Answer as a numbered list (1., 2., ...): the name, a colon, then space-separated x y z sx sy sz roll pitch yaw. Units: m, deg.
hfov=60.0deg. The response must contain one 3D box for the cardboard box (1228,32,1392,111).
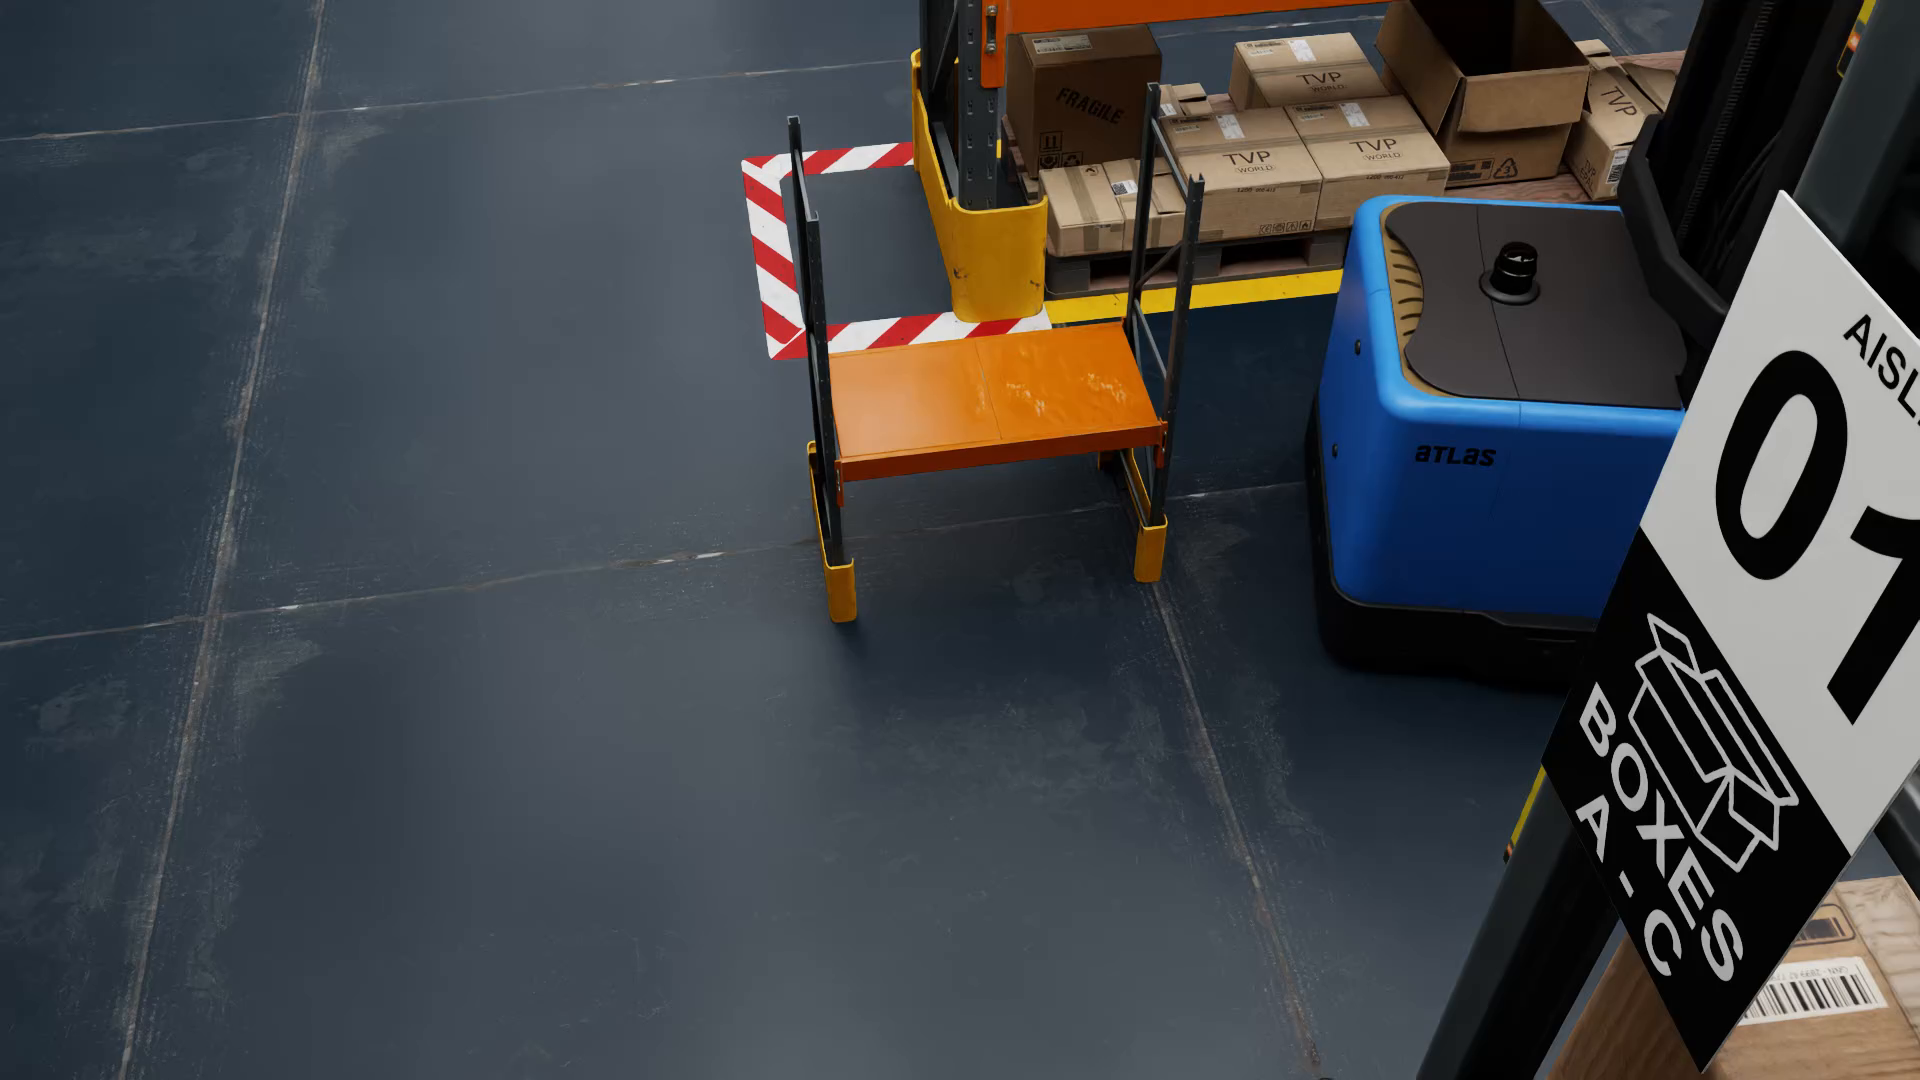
1. cardboard box: 1.421 -1.820 6.805 0.500 0.250 0.500 -7 46 -7

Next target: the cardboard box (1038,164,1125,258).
1. cardboard box: 0.457 -1.256 6.331 0.250 0.149 0.380 -7 46 -7

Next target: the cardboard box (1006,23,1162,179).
1. cardboard box: 0.480 -1.812 6.623 0.500 0.500 0.500 -7 46 -7

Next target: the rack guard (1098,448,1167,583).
1. rack guard: 0.566 -0.157 5.508 0.087 0.250 0.587 -7 46 -7

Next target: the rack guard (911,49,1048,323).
1. rack guard: 0.061 -1.427 6.557 0.348 0.500 1.175 -7 46 -7

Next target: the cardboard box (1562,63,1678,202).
1. cardboard box: 2.675 -1.632 6.581 0.500 0.311 0.500 -7 46 -7

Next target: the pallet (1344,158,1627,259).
1. pallet: 2.046 -1.572 6.899 1.213 0.211 1.003 -7 46 -7

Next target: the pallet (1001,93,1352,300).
1. pallet: 0.846 -1.425 6.757 1.213 0.211 1.003 -7 46 -7

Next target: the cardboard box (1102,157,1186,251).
1. cardboard box: 0.704 -1.292 6.354 0.250 0.166 0.380 -7 46 -7

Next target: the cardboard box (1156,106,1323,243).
1. cardboard box: 1.063 -1.410 6.410 0.500 0.250 0.500 -7 46 -7

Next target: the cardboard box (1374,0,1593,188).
1. cardboard box: 2.077 -1.828 6.636 0.637 0.503 0.797 -7 46 -7

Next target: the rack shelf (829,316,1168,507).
1. rack shelf: 0.084 -0.406 5.130 1.000 0.185 0.538 -7 46 -7

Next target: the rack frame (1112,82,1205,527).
1. rack frame: 0.585 -0.593 5.060 0.032 1.500 0.500 -7 46 -7

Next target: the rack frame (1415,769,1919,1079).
1. rack frame: 0.834 1.230 2.262 0.127 3.000 1.000 -7 46 -7

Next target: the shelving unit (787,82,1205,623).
1. shelving unit: 0.075 -0.530 4.999 1.083 1.500 0.587 -7 46 -7

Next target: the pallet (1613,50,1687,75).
1. pallet: 3.251 -1.725 7.045 1.213 0.211 1.003 -7 46 -7

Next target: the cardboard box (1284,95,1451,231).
1. cardboard box: 1.556 -1.472 6.469 0.500 0.250 0.500 -7 46 -7

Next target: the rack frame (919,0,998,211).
1. rack frame: -0.014 -2.285 5.648 0.127 3.000 1.000 -7 46 -7

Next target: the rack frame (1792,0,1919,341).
1. rack frame: 0.834 -0.852 0.102 0.127 3.000 1.000 -7 46 -7

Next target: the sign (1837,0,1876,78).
1. sign: 0.756 -0.477 1.264 0.005 0.325 0.100 -7 46 -7

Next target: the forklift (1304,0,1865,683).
1. forklift: 2.658 -0.891 4.353 3.031 2.935 1.130 4 46 4

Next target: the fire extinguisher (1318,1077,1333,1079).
1. fire extinguisher: 0.607 1.077 2.722 0.183 0.674 0.296 -7 46 -7

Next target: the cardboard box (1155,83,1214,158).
1. cardboard box: 0.894 -1.682 6.729 0.250 0.166 0.380 -7 46 -7

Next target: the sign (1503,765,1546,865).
1. sign: 0.756 0.359 2.132 0.005 0.325 0.100 -7 46 -7

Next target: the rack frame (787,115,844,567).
1. rack frame: -0.417 -0.468 4.940 0.032 1.500 0.500 -7 46 -7

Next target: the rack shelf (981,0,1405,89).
1. rack shelf: 1.957 -2.281 6.144 4.000 0.370 1.077 -7 46 -7

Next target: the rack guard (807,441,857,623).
1. rack guard: -0.416 -0.035 5.390 0.087 0.250 0.587 -7 46 -7

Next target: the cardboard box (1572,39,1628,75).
1. cardboard box: 2.626 -1.934 6.972 0.250 0.166 0.380 -7 46 -7

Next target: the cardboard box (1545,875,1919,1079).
1. cardboard box: 1.335 1.056 2.221 0.700 0.700 0.980 -5 46 -5

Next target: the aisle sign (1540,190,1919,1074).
1. aisle sign: 0.712 0.124 1.522 0.004 0.787 0.394 -7 46 -7
